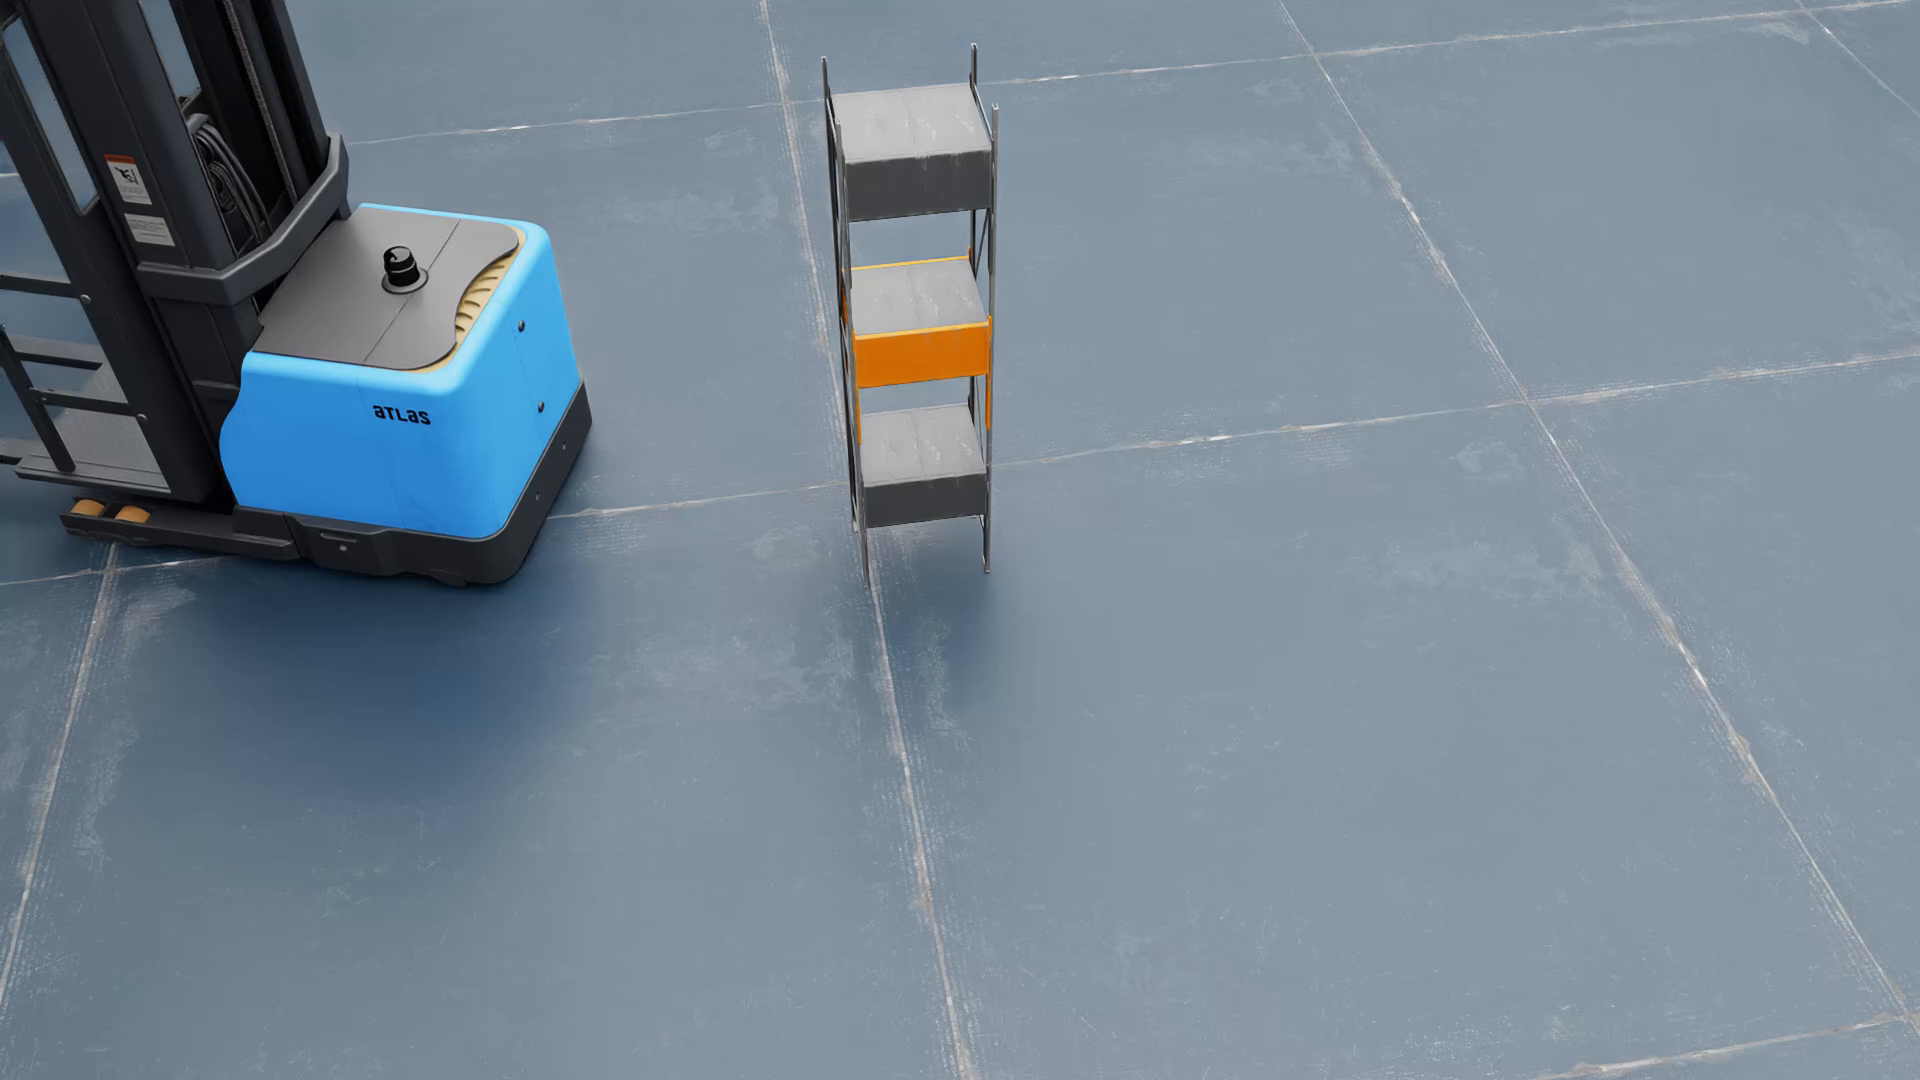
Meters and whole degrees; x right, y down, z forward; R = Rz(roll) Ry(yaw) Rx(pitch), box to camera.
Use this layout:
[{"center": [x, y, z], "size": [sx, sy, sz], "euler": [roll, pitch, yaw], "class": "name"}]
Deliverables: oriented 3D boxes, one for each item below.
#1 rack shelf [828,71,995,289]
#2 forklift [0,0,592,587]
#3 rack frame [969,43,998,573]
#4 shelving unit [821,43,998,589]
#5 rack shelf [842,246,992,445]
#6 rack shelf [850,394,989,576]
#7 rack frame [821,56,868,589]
[{"center": [-0.163, -1.184, 5.480], "size": [0.480, 0.518, 0.431], "euler": [-7, 46, -7], "class": "rack shelf"}, {"center": [-3.145, -1.358, 6.023], "size": [3.031, 2.935, 1.130], "euler": [8, 47, 7], "class": "forklift"}, {"center": [0.077, -0.738, 6.003], "size": [0.015, 2.100, 0.400], "euler": [-7, 46, -7], "class": "rack frame"}, {"center": [-0.163, -0.708, 5.974], "size": [0.503, 2.100, 0.431], "euler": [-7, 46, -7], "class": "shelving unit"}, {"center": [-0.163, -0.699, 5.984], "size": [0.480, 0.518, 0.431], "euler": [-7, 46, -7], "class": "rack shelf"}, {"center": [-0.163, -0.213, 6.488], "size": [0.480, 0.518, 0.431], "euler": [-7, 46, -7], "class": "rack shelf"}, {"center": [-0.404, -0.678, 5.945], "size": [0.015, 2.100, 0.400], "euler": [-7, 46, -7], "class": "rack frame"}]
